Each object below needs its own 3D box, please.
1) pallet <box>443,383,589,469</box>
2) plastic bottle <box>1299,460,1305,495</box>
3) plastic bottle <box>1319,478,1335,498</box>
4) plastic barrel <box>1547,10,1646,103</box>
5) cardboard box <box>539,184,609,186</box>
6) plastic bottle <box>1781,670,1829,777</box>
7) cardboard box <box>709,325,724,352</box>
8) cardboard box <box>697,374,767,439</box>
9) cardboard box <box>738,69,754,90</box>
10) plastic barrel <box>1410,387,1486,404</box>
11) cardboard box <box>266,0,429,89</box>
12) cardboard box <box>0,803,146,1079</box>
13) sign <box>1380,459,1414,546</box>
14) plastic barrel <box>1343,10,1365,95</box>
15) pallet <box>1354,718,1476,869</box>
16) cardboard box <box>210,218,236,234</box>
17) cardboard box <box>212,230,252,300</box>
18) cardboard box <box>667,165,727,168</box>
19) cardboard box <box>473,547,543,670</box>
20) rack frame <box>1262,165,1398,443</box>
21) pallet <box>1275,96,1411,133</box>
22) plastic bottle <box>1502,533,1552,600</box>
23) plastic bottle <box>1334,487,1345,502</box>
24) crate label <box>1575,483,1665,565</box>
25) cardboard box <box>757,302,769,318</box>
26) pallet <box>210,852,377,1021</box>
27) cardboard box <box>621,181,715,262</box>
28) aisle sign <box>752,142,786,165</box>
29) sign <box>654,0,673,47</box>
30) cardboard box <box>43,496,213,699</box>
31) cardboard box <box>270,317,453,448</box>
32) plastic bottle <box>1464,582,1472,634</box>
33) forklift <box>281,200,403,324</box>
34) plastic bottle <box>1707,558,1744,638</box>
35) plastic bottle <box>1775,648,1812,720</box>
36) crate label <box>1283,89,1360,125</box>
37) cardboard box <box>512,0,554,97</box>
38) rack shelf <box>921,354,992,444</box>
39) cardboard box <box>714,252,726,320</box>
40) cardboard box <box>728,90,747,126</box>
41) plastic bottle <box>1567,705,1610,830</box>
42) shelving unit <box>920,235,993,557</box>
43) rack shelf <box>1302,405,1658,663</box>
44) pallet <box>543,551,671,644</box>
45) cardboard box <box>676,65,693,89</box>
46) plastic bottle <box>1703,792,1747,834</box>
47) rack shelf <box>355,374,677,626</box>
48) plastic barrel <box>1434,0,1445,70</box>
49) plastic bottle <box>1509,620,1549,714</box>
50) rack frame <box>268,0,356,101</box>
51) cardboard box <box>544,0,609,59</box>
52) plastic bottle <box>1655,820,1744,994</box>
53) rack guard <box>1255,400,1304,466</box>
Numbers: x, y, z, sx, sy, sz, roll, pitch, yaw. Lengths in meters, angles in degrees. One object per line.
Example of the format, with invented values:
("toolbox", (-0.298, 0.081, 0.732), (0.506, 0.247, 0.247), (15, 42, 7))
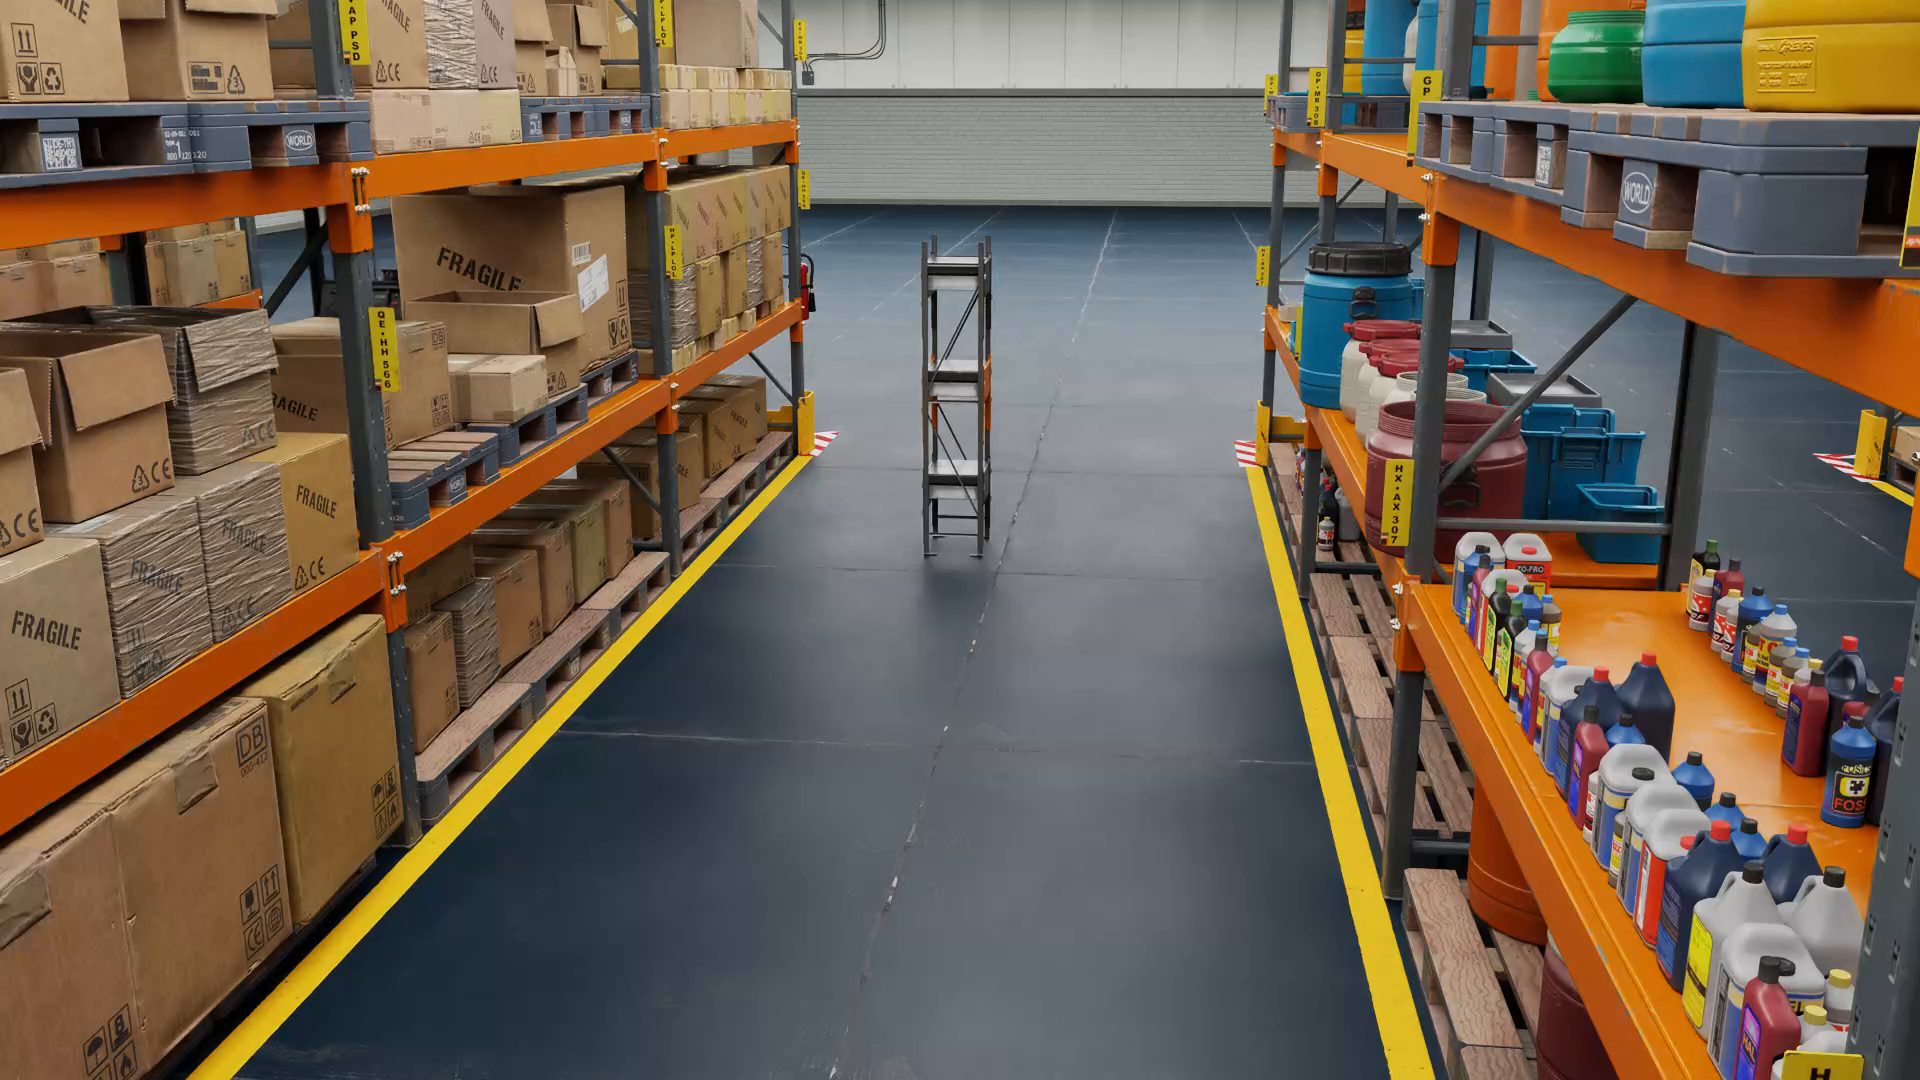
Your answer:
("pallet", (-2.585, -0.611, 8.544), (1.003, 0.211, 1.213), (2, 15, 6))
("plastic bottle", (2.503, -0.464, 12.015), (0.097, 0.271, 0.097), (0, 15, 0))
("plastic bottle", (2.413, -0.240, 11.034), (0.144, 0.351, 0.185), (1, 15, 3))
("plastic barrel", (1.805, -1.351, 4.659), (0.294, 0.245, 0.294), (0, 15, 0))
("cardboard box", (-2.539, -2.026, 10.732), (0.500, 0.500, 0.500), (2, 15, 6))
("plastic bottle", (2.239, 0.470, 4.399), (0.061, 0.283, 0.133), (2, 15, 6))
("cardboard box", (-1.864, -1.411, 11.616), (0.380, 0.149, 0.250), (2, 15, 6))
("cardboard box", (-1.952, -1.099, 13.964), (0.500, 0.500, 0.500), (5, 16, 17))
("cardboard box", (-1.741, -3.414, 12.318), (0.380, 0.149, 0.250), (1, 15, 3))
("plastic barrel", (2.057, -0.371, 7.072), (0.421, 0.512, 0.421), (0, 15, 0))
("cardboard box", (-2.459, -2.041, 6.569), (0.500, 0.500, 0.500), (2, 15, 7))
("cardboard box", (-3.067, 1.273, 4.475), (1.225, 0.875, 0.875), (1, 15, 4))
("sign", (1.606, -0.137, 6.108), (0.100, 0.325, 0.005), (2, 15, 6))
("plastic barrel", (3.054, -3.561, 12.171), (0.600, 0.588, 0.600), (0, 15, 0))
("pallet", (2.279, 1.103, 7.179), (1.003, 0.211, 1.213), (2, 15, 6))
("cardboard box", (-6.863, -2.935, 14.414), (0.875, 0.550, 0.550), (2, 15, 6))
("cardboard box", (-6.779, -2.411, 14.546), (0.875, 0.550, 0.550), (2, 15, 6))
("cardboard box", (-2.198, -2.804, 13.609), (0.500, 0.500, 0.500), (2, 15, 6))
("cardboard box", (-2.605, 0.339, 8.607), (0.700, 0.500, 0.500), (3, 15, 11))
("rack frame", (3.056, -2.118, 13.750), (1.000, 3.000, 0.127), (2, 15, 6))
("pallet", (2.589, -2.628, 10.249), (1.213, 0.211, 1.003), (2, 15, 6))
("plastic bottle", (1.934, 0.124, 5.696), (0.152, 0.276, 0.135), (2, 15, 6))
("plastic bottle", (2.563, -0.206, 11.052), (0.152, 0.276, 0.135), (2, 15, 6))
("crate label", (2.573, -0.061, 6.461), (0.303, 0.233, 0.416), (2, 15, 6))
("cardboard box", (-1.742, -1.867, 13.303), (0.380, 0.149, 0.250), (2, 15, 6))
("pallet", (-2.932, 1.359, 6.232), (1.003, 0.211, 1.213), (2, 15, 6))
("cardboard box", (-1.958, -2.140, 11.154), (0.500, 0.500, 0.500), (2, 15, 6))
("aisle sign", (-1.560, -3.526, 13.977), (0.394, 0.787, 0.004), (2, 15, 6))
("sign", (-1.765, -3.099, 9.885), (0.100, 0.325, 0.005), (2, 15, 6))
("cardboard box", (-2.695, 0.162, 5.126), (0.500, 0.500, 0.500), (1, 15, 4))
("cardboard box", (-2.783, -0.729, 7.617), (0.700, 0.500, 0.500), (4, 16, 15))
("plastic bottle", (1.732, 0.210, 5.521), (0.097, 0.201, 0.097), (0, 15, 0))
("forklift", (-4.532, -1.783, 12.641), (1.130, 2.935, 3.031), (3, 15, 10))
("plastic bottle", (2.506, 0.190, 5.436), (0.061, 0.283, 0.133), (2, 15, 6))
("plastic bottle", (2.409, 0.411, 4.778), (0.097, 0.201, 0.097), (0, 15, 0))
("crate label", (2.517, -3.019, 11.618), (0.502, 0.251, 0.408), (2, 15, 6))
("cardboard box", (-2.573, -2.564, 8.649), (0.797, 0.503, 0.637), (2, 15, 9))
("rack shelf", (-0.019, -0.957, 11.233), (0.431, 0.518, 0.480), (2, 15, 6))
("cardboard box", (-2.157, -1.795, 11.792), (0.875, 0.500, 0.500), (2, 15, 6))
("cardboard box", (-1.839, -3.114, 11.974), (0.500, 0.250, 0.500), (1, 15, 5))
("plastic bottle", (1.546, 0.557, 4.081), (0.061, 0.283, 0.133), (2, 15, 6))
("shelving unit", (-0.019, -0.971, 11.229), (0.431, 2.100, 0.503), (2, 15, 6))
("rack shelf", (2.379, -0.215, 8.089), (1.077, 0.370, 4.000), (2, 15, 6))
("pallet", (-2.403, 0.321, 10.070), (1.003, 0.211, 1.213), (2, 15, 6))
("cardboard box", (-1.959, -3.011, 10.828), (0.380, 0.149, 0.250), (2, 15, 7))
("plastic bottle", (1.665, 0.683, 3.637), (0.097, 0.271, 0.097), (0, 15, 0))
("rack shelf", (-2.542, -0.361, 8.628), (1.077, 0.370, 4.000), (2, 15, 6))
("plastic barrel", (2.689, -2.463, 8.317), (0.600, 0.901, 0.600), (0, 15, 0))
("plastic bottle", (1.650, 0.365, 4.812), (0.097, 0.271, 0.097), (0, 15, 0))
("rack frame", (-2.768, -3.085, 5.833), (1.000, 3.000, 0.127), (2, 15, 6))
("cardboard box", (-2.519, -3.232, 10.403), (0.500, 0.500, 0.500), (1, 15, 5))
("plastic bottle", (1.501, 0.722, 3.341), (0.144, 0.351, 0.185), (2, 15, 6))
("rack guard", (3.094, -0.891, 13.998), (1.175, 0.500, 0.348), (2, 15, 6))
